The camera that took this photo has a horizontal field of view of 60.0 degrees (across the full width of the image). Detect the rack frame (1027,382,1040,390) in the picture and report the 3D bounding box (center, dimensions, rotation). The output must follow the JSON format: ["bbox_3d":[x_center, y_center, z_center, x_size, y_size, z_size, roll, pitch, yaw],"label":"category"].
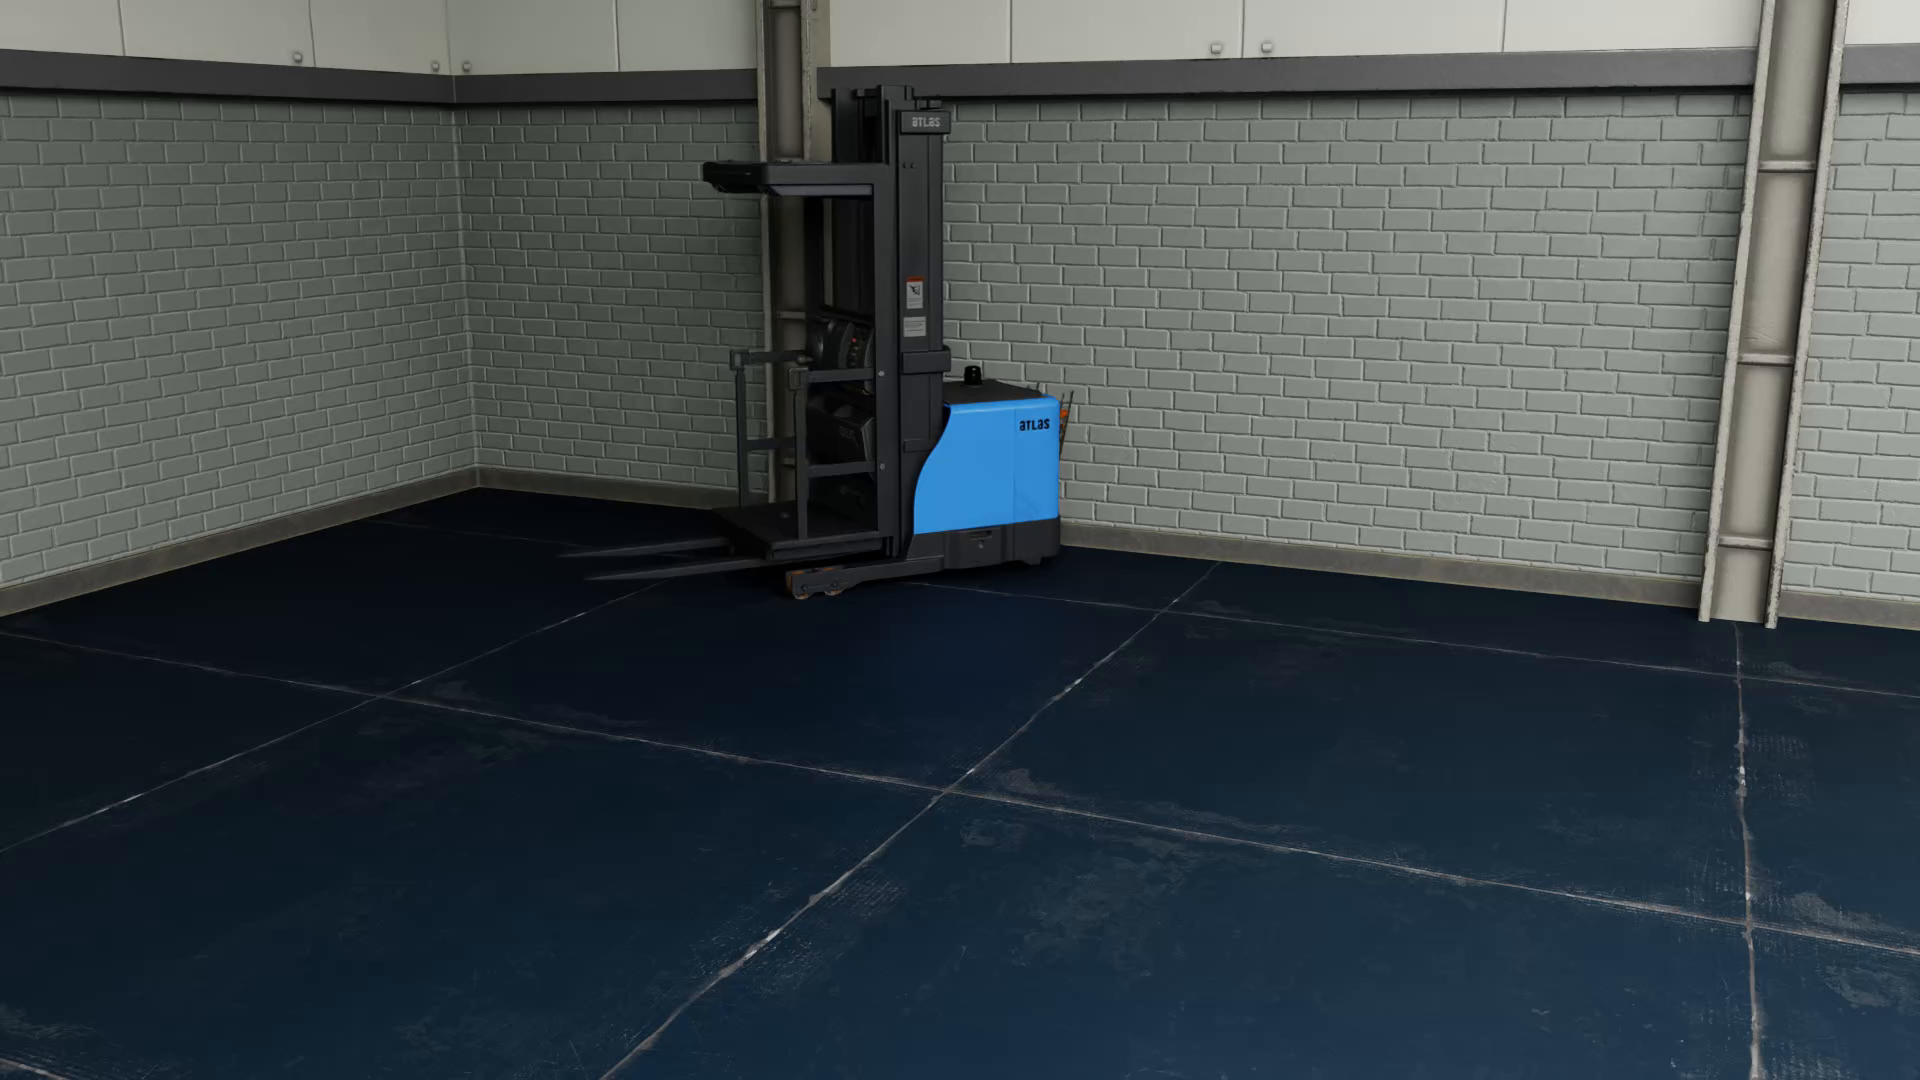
[{"bbox_3d":[0.390,-0.528,11.003,0.008,1.050,0.200,16,17,20],"label":"rack frame"}]

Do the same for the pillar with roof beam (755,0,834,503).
[{"bbox_3d":[-2.847,-3.599,6.893,0.400,9.000,9.100,6,14,23],"label":"pillar with roof beam"}]

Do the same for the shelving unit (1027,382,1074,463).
[{"bbox_3d":[0.500,-0.496,10.962,0.252,1.050,0.215,16,17,20],"label":"shelving unit"}]

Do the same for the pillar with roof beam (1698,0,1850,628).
[{"bbox_3d":[2.639,-3.044,4.527,0.400,9.000,9.100,6,14,23],"label":"pillar with roof beam"}]

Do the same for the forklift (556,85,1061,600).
[{"bbox_3d":[-0.913,-1.215,10.015,3.031,2.935,1.130,-7,15,-26],"label":"forklift"}]

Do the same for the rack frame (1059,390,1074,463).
[{"bbox_3d":[0.610,-0.463,10.920,0.008,1.050,0.200,16,17,20],"label":"rack frame"}]

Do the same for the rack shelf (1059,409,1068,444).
[{"bbox_3d":[0.549,-0.754,10.888,0.240,0.259,0.215,16,17,20],"label":"rack shelf"}]
